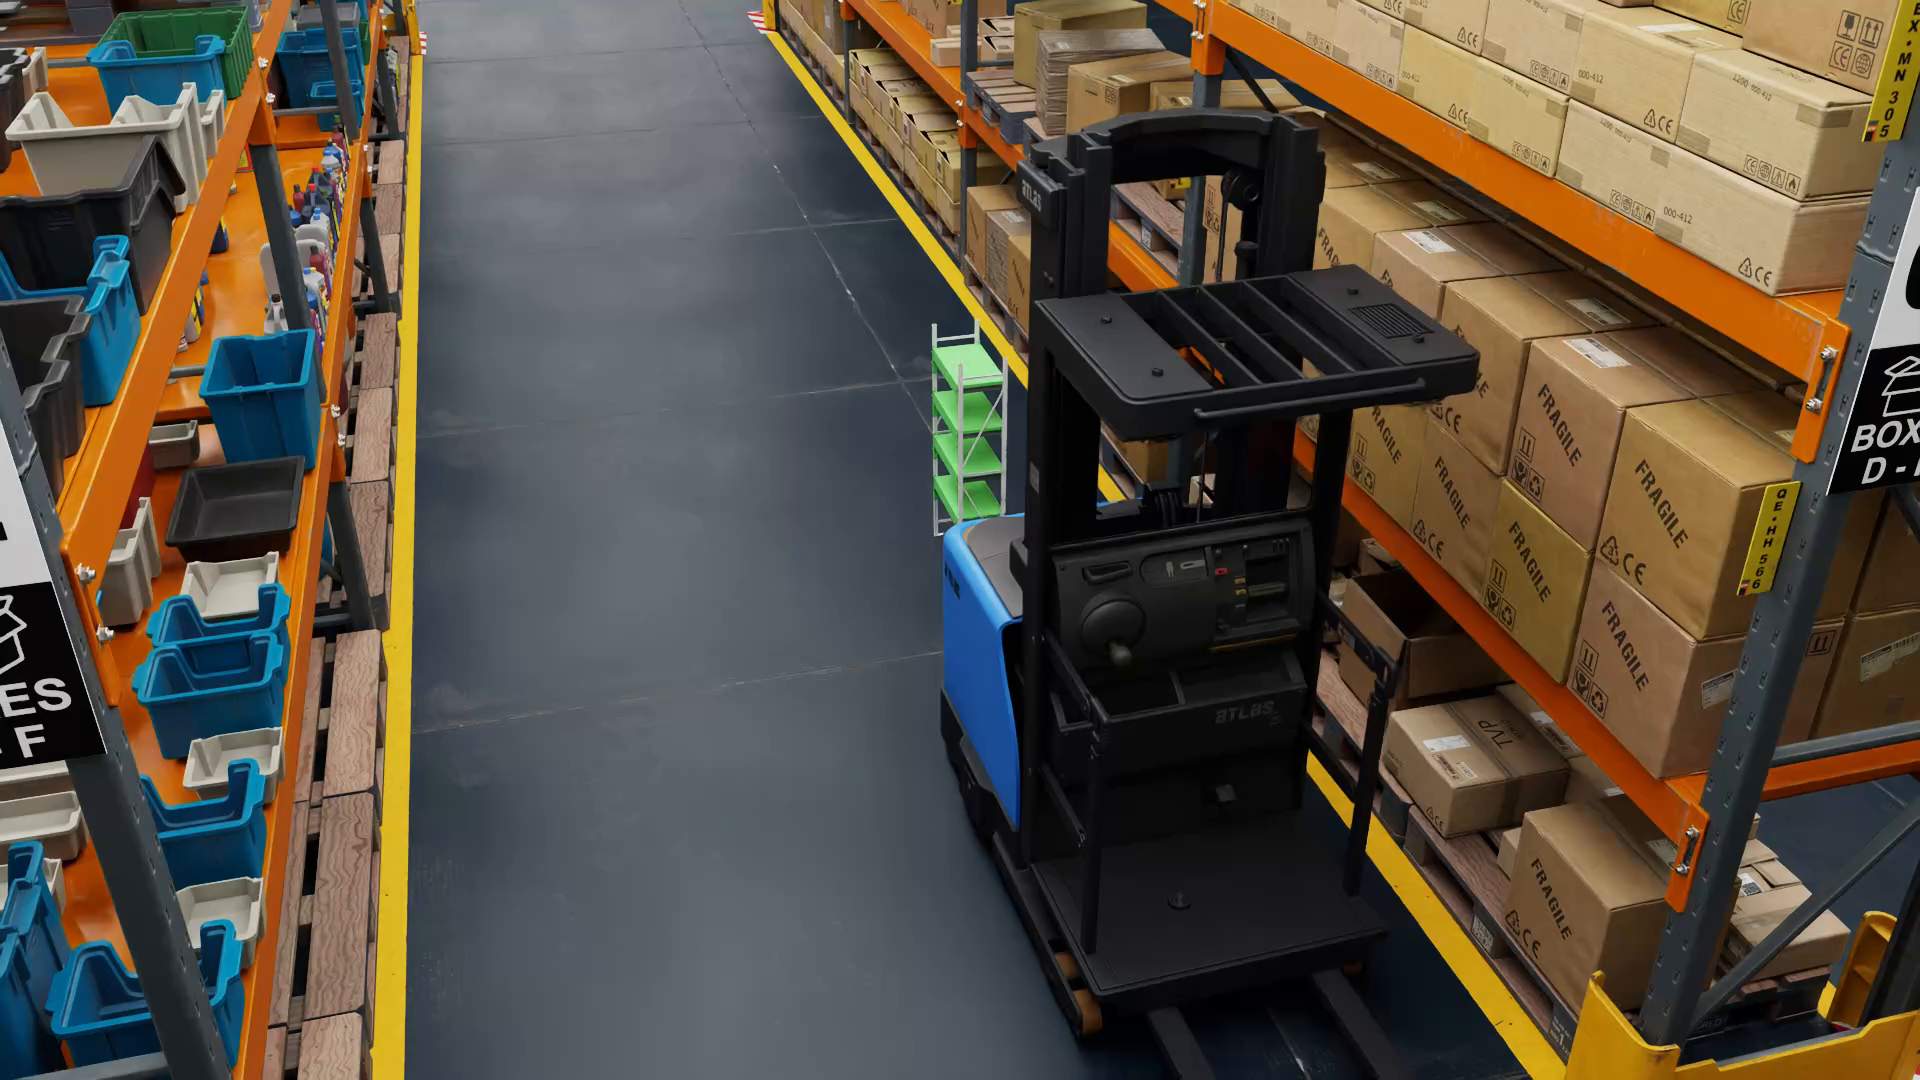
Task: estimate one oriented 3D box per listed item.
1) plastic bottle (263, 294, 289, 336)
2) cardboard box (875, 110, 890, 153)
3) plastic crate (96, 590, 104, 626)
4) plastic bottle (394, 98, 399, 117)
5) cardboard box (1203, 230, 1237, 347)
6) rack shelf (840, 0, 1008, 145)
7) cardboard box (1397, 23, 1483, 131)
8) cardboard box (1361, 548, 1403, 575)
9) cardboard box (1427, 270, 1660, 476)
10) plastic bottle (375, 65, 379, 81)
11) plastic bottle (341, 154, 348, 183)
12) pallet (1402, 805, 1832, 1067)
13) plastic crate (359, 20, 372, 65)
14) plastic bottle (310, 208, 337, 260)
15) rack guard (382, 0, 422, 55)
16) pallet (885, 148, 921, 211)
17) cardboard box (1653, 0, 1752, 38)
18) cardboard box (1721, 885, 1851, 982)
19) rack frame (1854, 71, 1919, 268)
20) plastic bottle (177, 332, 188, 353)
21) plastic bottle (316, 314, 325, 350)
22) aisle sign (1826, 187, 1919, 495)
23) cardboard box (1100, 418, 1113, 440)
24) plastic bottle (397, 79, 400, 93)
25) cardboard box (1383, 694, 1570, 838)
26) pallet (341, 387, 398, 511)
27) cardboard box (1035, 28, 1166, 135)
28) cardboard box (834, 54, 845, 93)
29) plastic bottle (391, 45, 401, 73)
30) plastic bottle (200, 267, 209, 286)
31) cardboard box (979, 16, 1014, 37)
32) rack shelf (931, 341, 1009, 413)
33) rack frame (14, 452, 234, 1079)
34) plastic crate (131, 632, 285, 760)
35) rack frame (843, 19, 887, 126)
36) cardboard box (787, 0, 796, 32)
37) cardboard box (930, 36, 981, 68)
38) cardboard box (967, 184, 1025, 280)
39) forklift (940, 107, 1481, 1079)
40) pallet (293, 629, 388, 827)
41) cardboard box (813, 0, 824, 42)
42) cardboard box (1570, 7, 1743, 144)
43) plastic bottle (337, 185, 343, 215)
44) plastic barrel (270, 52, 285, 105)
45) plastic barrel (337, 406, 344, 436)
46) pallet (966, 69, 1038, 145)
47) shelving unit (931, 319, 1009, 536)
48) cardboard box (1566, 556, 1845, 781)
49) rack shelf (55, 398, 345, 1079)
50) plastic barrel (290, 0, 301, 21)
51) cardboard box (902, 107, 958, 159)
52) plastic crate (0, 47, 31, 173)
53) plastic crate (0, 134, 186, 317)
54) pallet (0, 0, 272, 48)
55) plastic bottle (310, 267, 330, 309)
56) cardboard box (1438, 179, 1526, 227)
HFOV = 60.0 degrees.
[{"bbox_3d":[-3.006,-0.914,7.383,0.144,0.351,0.185,-8,31,-13],"label":"plastic bottle"},{"bbox_3d":[-0.418,-3.490,14.111,0.500,0.250,0.500,-9,31,-15],"label":"cardboard box"},{"bbox_3d":[-2.945,0.318,5.313,0.416,0.233,0.300,-8,31,-13],"label":"plastic crate"},{"bbox_3d":[-5.054,-3.856,14.771,0.097,0.201,0.097,0,30,0],"label":"plastic bottle"},{"bbox_3d":[1.435,-1.120,7.591,0.500,0.500,0.500,-7,31,-12],"label":"cardboard box"},{"bbox_3d":[-0.030,-3.946,13.290,1.077,0.370,4.000,-8,31,-13],"label":"rack shelf"},{"bbox_3d":[1.849,-1.600,5.675,0.500,0.250,0.500,-8,31,-13],"label":"cardboard box"},{"bbox_3d":[2.186,0.214,7.631,0.500,0.311,0.500,-8,31,-13],"label":"cardboard box"},{"bbox_3d":[1.964,-0.575,5.652,0.500,0.500,0.500,-7,31,-12],"label":"cardboard box"},{"bbox_3d":[-5.451,-4.287,15.443,0.152,0.276,0.135,-8,31,-13],"label":"plastic bottle"},{"bbox_3d":[-3.657,-2.193,9.743,0.097,0.201,0.097,0,30,0],"label":"plastic bottle"},{"bbox_3d":[2.391,1.358,6.193,1.003,0.211,1.213,-8,31,-13],"label":"pallet"},{"bbox_3d":[-4.603,-3.671,12.309,0.450,0.188,0.662,-8,31,-13],"label":"plastic crate"},{"bbox_3d":[-3.307,-1.587,8.625,0.097,0.271,0.097,0,30,0],"label":"plastic bottle"},{"bbox_3d":[-6.334,-5.386,17.556,1.175,0.500,0.348,-8,31,-13],"label":"rack guard"},{"bbox_3d":[0.000,-3.075,13.852,1.003,0.211,1.213,-8,31,-13],"label":"pallet"},{"bbox_3d":[2.421,-1.700,4.601,0.700,0.500,0.500,-8,31,-13],"label":"cardboard box"},{"bbox_3d":[2.844,1.368,5.798,0.380,0.149,0.250,-8,31,-13],"label":"cardboard box"},{"bbox_3d":[2.624,-2.024,3.263,1.000,3.000,0.127,-8,31,-13],"label":"rack frame"},{"bbox_3d":[-3.612,-0.966,7.622,0.097,0.201,0.097,0,30,0],"label":"plastic bottle"},{"bbox_3d":[-2.984,-0.968,7.626,0.097,0.201,0.097,0,30,0],"label":"plastic bottle"},{"bbox_3d":[2.347,-0.479,3.987,0.394,0.787,0.004,-8,31,-13],"label":"aisle sign"},{"bbox_3d":[1.032,-0.908,9.380,0.500,0.500,0.500,-8,31,-13],"label":"cardboard box"},{"bbox_3d":[-5.254,-4.221,15.403,0.097,0.201,0.097,0,30,0],"label":"plastic bottle"},{"bbox_3d":[2.019,0.880,6.541,0.500,0.250,0.500,-8,31,-13],"label":"cardboard box"},{"bbox_3d":[-3.706,-0.464,9.341,1.003,0.211,1.213,-8,31,-13],"label":"pallet"},{"bbox_3d":[0.835,-2.760,10.005,0.700,0.500,0.500,-2,30,-4],"label":"cardboard box"},{"bbox_3d":[-0.895,-4.410,15.700,0.500,0.250,0.500,-8,31,-13],"label":"cardboard box"},{"bbox_3d":[-5.441,-4.630,16.027,0.061,0.283,0.133,-7,31,-12],"label":"plastic bottle"},{"bbox_3d":[-3.843,-1.417,8.331,0.097,0.271,0.097,0,30,0],"label":"plastic bottle"},{"bbox_3d":[0.450,-3.710,12.255,0.500,0.311,0.500,-8,31,-14],"label":"cardboard box"},{"bbox_3d":[0.044,-0.799,8.103,0.258,0.148,0.480,-8,31,-13],"label":"rack shelf"},{"bbox_3d":[-2.153,1.230,3.631,1.000,3.000,0.127,-8,31,-13],"label":"rack frame"},{"bbox_3d":[-2.250,0.477,5.038,0.416,0.233,0.300,-8,31,-13],"label":"plastic crate"},{"bbox_3d":[-0.561,-5.223,14.779,1.000,3.000,0.127,-8,31,-13],"label":"rack frame"},{"bbox_3d":[-1.559,-5.617,17.786,0.500,0.250,0.500,-8,31,-13],"label":"cardboard box"},{"bbox_3d":[-0.004,-3.580,12.191,0.380,0.149,0.250,-8,31,-13],"label":"cardboard box"},{"bbox_3d":[0.346,-2.142,11.512,0.500,0.500,0.500,-7,31,-11],"label":"cardboard box"},{"bbox_3d":[0.830,0.231,5.426,1.130,2.935,3.031,-9,31,-14],"label":"forklift"},{"bbox_3d":[-2.982,0.855,7.063,1.003,0.211,1.213,-8,31,-13],"label":"pallet"},{"bbox_3d":[-1.153,-5.218,16.348,0.500,0.500,0.500,-8,31,-13],"label":"cardboard box"},{"bbox_3d":[2.109,-1.332,4.714,0.500,0.250,0.500,-8,31,-13],"label":"cardboard box"},{"bbox_3d":[-3.502,-1.911,9.255,0.097,0.201,0.097,0,30,0],"label":"plastic bottle"},{"bbox_3d":[-4.755,-3.151,11.088,0.421,0.512,0.421,0,30,0],"label":"plastic barrel"},{"bbox_3d":[-3.594,-0.699,9.027,0.421,0.512,0.421,0,30,0],"label":"plastic barrel"},{"bbox_3d":[0.748,-2.890,10.940,1.213,0.211,1.003,-8,31,-13],"label":"pallet"},{"bbox_3d":[0.044,-0.439,8.311,0.258,1.200,0.503,-8,31,-13],"label":"shelving unit"},{"bbox_3d":[2.243,0.349,5.052,0.500,0.500,0.500,-7,31,-12],"label":"cardboard box"},{"bbox_3d":[-2.683,0.575,5.480,1.077,0.370,4.000,-8,31,-13],"label":"rack shelf"},{"bbox_3d":[-5.295,-4.134,12.762,0.433,0.535,0.433,0,30,0],"label":"plastic barrel"},{"bbox_3d":[-0.151,-3.240,13.119,0.500,0.311,0.500,-8,31,-14],"label":"cardboard box"},{"bbox_3d":[-3.149,-1.307,5.151,0.497,0.269,0.590,-8,31,-13],"label":"plastic crate"},{"bbox_3d":[-2.293,-0.816,4.233,0.504,0.338,0.767,-8,31,-13],"label":"plastic crate"},{"bbox_3d":[-3.517,-2.284,6.896,1.213,0.211,1.003,-8,31,-13],"label":"pallet"},{"bbox_3d":[-3.123,-1.221,8.063,0.097,0.201,0.097,0,30,0],"label":"plastic bottle"},{"bbox_3d":[2.218,-1.135,6.618,0.500,0.500,0.500,-8,31,-13],"label":"cardboard box"}]
